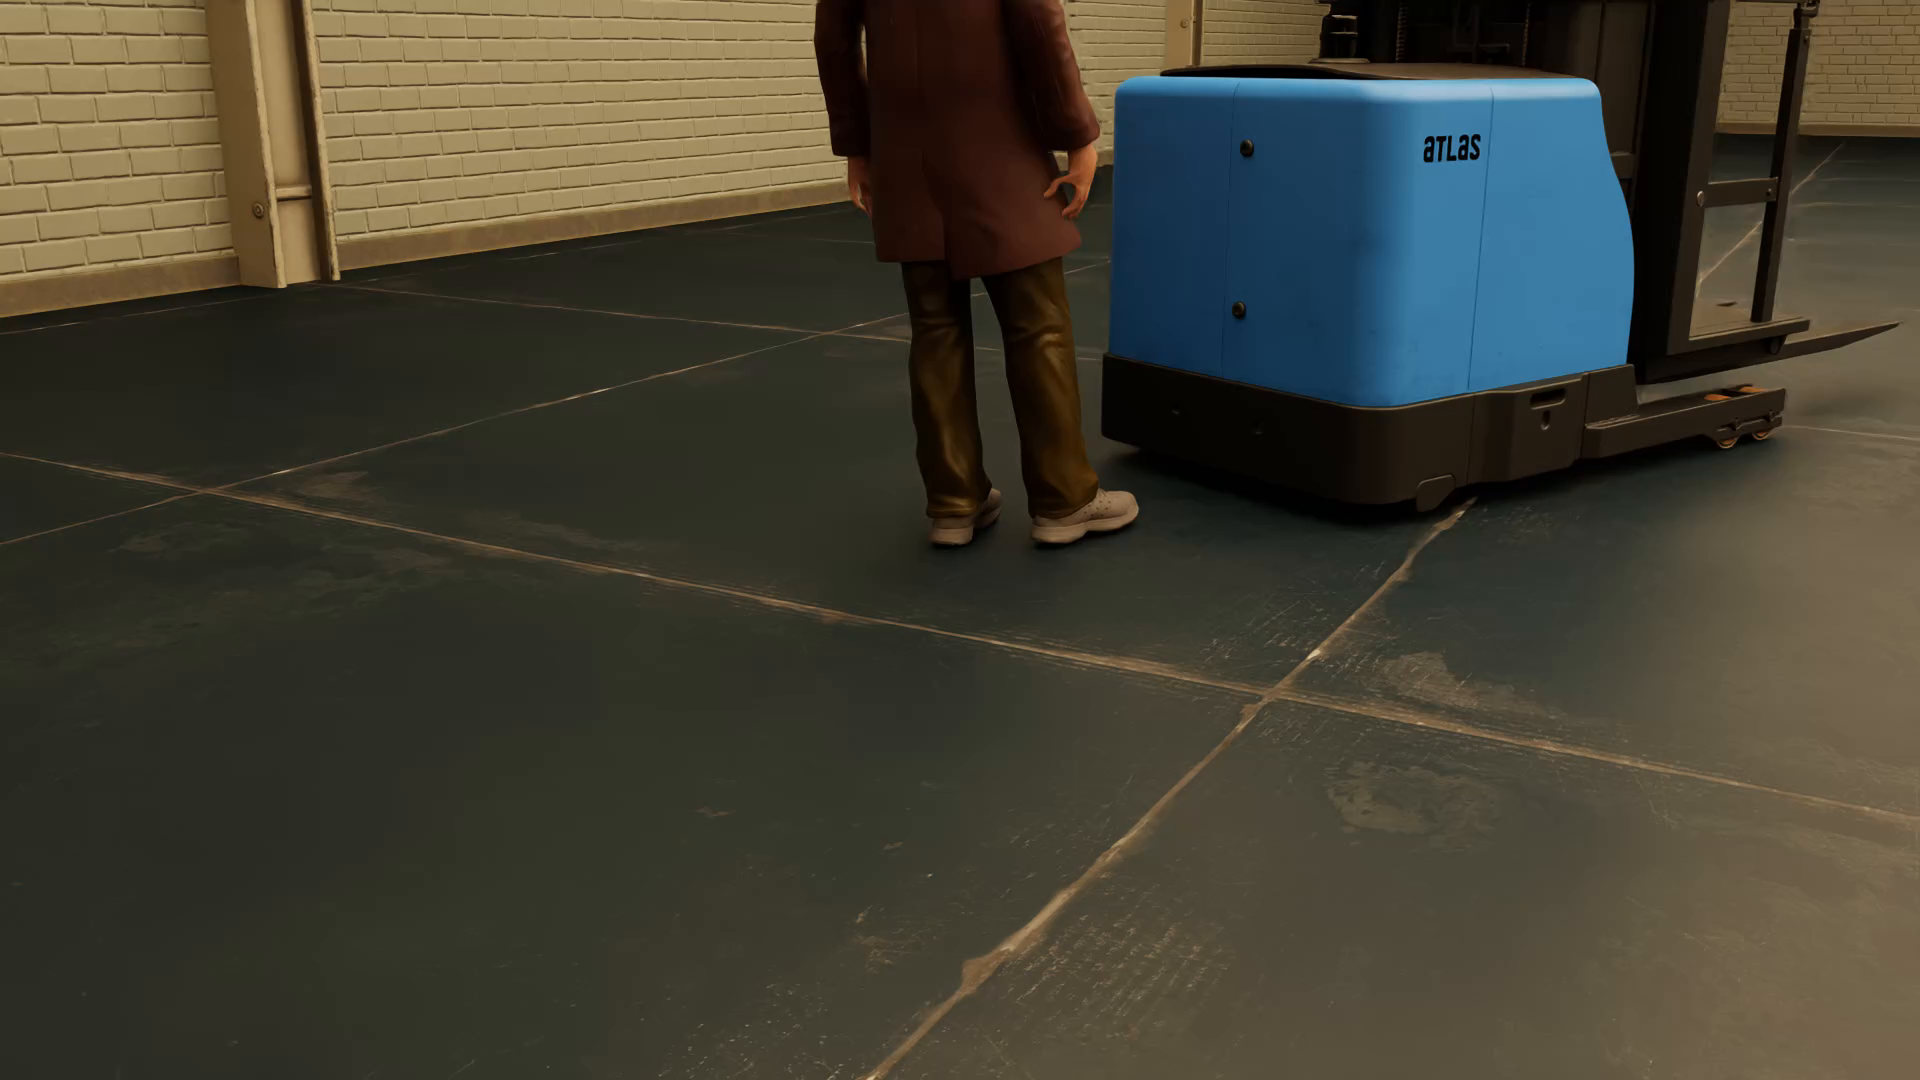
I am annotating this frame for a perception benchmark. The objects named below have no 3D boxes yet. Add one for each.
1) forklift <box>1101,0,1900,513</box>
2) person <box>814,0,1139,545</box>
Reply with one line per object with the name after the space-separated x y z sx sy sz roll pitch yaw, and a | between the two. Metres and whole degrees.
1.898 -1.783 4.909 3.031 2.935 1.130 -12 20 -35 | forklift
0.038 -0.774 3.906 0.697 1.554 0.576 9 19 29 | person
